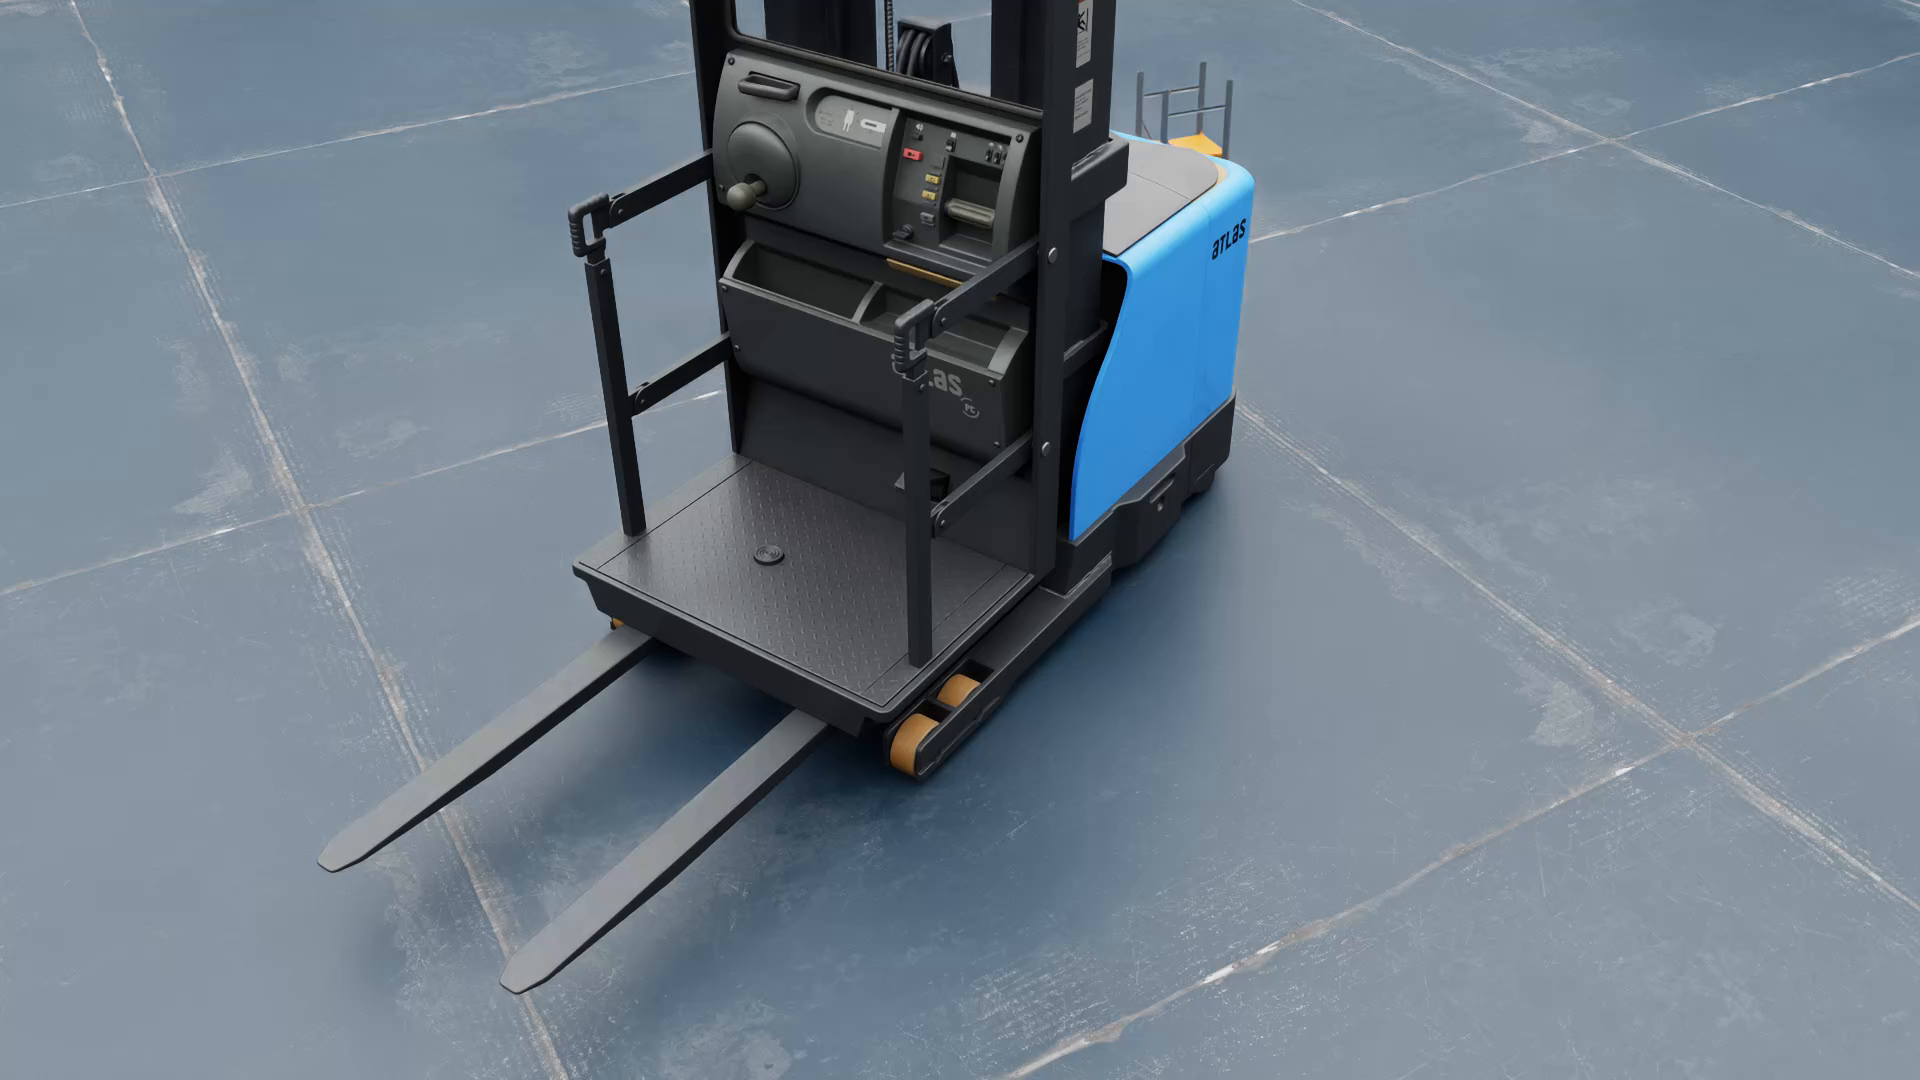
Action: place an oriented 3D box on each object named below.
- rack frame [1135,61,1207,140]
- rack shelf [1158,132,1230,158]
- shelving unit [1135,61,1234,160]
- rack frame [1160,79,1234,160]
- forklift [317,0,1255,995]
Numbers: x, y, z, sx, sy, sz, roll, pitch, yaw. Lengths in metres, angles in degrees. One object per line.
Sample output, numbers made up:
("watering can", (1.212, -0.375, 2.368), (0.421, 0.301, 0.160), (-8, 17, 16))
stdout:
("rack frame", (0.687, -1.008, 5.609), (0.240, 1.200, 0.006), (-13, 36, -15))
("rack shelf", (0.710, -1.218, 5.357), (0.258, 0.103, 0.180), (-13, 36, -15))
("shelving unit", (0.718, -0.959, 5.538), (0.258, 1.200, 0.189), (-13, 36, -15))
("rack frame", (0.749, -0.911, 5.467), (0.240, 1.200, 0.006), (-13, 36, -15))
("forklift", (-0.357, -0.880, 3.970), (1.130, 2.935, 3.031), (22, 42, 27))
